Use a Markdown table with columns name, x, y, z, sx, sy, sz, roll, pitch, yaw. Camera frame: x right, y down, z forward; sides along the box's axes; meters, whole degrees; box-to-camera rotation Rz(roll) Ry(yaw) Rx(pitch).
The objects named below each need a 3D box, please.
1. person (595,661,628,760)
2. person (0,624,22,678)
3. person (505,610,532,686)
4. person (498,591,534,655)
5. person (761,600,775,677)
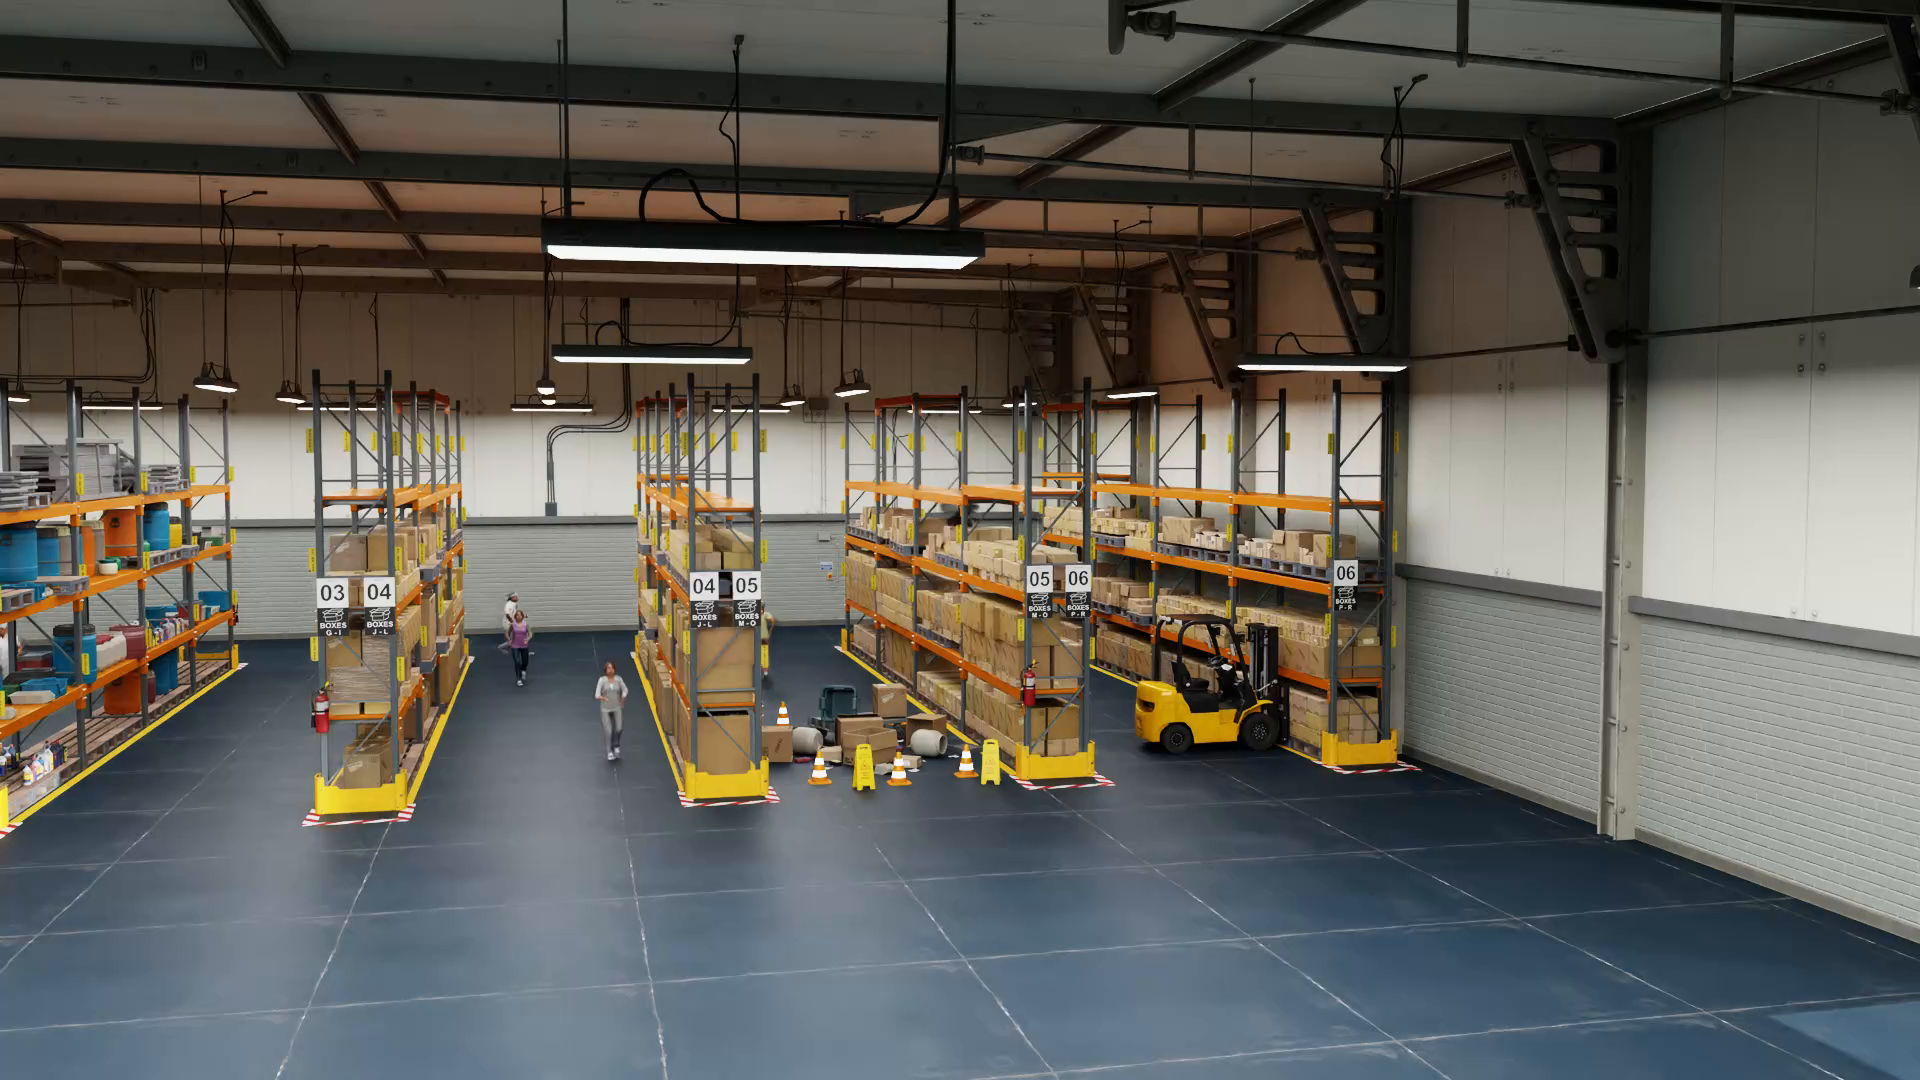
| name | x | y | z | sx | sy | sz | roll | pitch | yaw |
| --- | --- | --- | --- | --- | --- | --- | --- | --- | --- |
| person | -5.473 | 2.696 | 26.176 | 0.521 | 1.561 | 0.570 | -1 | 3 | -17 |
| person | -17.846 | 2.365 | 30.987 | 0.607 | 1.651 | 0.941 | -1 | 3 | -19 |
| person | -9.165 | 2.231 | 34.558 | 0.539 | 1.551 | 0.622 | -1 | 3 | -17 |
| person | -10.516 | 1.964 | 39.142 | 0.779 | 1.537 | 0.660 | 1 | 3 | 13 |
| person | -4.233 | 2.143 | 35.364 | 0.556 | 1.695 | 0.791 | -1 | 3 | -19 |
